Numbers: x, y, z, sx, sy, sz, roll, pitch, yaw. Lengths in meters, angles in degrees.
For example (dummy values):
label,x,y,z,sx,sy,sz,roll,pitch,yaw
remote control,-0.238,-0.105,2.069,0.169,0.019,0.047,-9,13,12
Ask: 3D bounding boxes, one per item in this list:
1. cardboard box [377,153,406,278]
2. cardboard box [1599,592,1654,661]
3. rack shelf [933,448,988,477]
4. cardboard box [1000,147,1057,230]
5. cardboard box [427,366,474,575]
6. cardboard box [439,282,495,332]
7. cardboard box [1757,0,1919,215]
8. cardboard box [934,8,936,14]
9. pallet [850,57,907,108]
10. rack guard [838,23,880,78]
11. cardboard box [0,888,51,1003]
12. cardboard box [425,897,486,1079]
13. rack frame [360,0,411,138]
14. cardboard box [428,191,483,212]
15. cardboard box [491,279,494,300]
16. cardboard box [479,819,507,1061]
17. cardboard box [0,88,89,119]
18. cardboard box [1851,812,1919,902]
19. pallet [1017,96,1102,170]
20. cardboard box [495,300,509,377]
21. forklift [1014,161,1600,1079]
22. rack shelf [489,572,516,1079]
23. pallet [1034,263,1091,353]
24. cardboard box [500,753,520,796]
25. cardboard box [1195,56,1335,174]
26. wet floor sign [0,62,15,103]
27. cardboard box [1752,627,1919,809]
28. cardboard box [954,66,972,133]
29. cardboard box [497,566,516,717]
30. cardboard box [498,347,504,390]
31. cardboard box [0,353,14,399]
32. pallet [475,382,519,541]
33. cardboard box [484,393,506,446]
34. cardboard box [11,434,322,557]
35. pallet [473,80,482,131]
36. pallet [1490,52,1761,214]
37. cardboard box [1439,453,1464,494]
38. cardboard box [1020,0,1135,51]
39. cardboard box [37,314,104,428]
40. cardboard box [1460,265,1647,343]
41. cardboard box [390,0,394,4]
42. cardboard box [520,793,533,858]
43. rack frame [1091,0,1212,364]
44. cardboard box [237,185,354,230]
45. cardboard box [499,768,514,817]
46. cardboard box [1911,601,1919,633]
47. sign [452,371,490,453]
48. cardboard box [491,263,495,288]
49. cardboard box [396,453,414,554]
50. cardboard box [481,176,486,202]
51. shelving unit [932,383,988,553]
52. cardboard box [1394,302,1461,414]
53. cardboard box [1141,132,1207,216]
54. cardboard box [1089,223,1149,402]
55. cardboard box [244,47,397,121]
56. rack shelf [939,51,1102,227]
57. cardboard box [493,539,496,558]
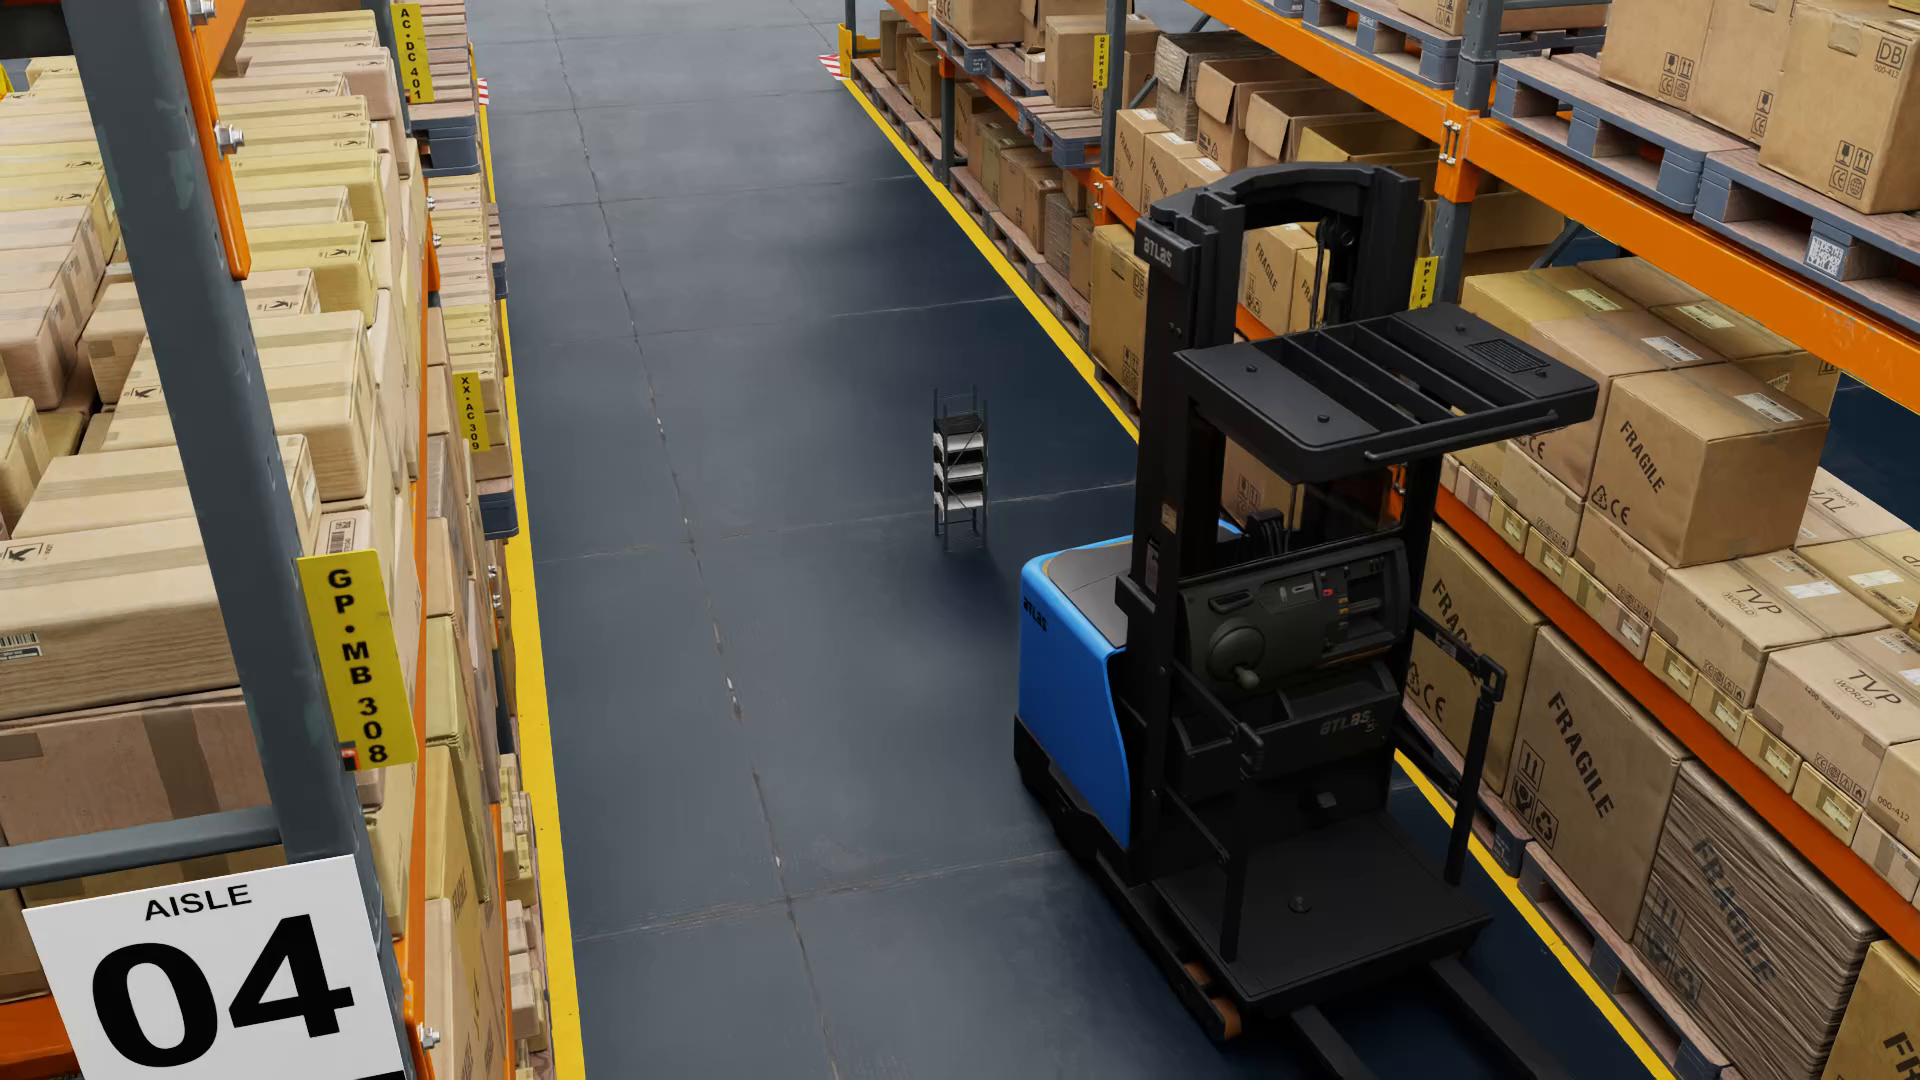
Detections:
label,x,y,z,sx,sy,sz,roll,pitch,yaw
cardboard box,-1.713,-0.781,4.262,0.500,0.250,0.500,-7,31,-11
cardboard box,2.560,0.286,6.012,0.380,0.149,0.250,-7,31,-13
rack shelf,0.002,-0.435,8.989,0.258,0.077,0.200,-8,31,-13
cardboard box,0.734,-2.805,13.159,0.700,0.500,0.500,-11,32,-18
cardboard box,-1.823,-0.190,5.188,0.500,0.500,0.500,-9,31,-15
cardboard box,-2.221,-0.986,7.196,0.380,0.149,0.250,-8,31,-14
cardboard box,2.864,-1.300,4.889,0.700,0.500,0.500,-7,31,-11
cardboard box,-0.006,-4.455,14.204,0.380,0.149,0.250,-8,31,-13
pallet,-0.525,-4.791,17.316,1.003,0.211,1.213,-8,31,-13
rack guard,-0.707,-5.313,17.930,1.175,0.500,0.348,-8,31,-13
cardboard box,-1.665,0.489,2.566,0.500,0.250,0.500,-9,31,-14
cardboard box,-1.152,1.050,3.046,0.500,0.500,0.500,-8,31,-14
rack frame,-2.351,-2.621,4.796,1.000,3.000,0.127,-8,31,-13
cardboard box,-2.574,-1.618,8.288,0.380,0.149,0.250,-8,31,-13
cardboard box,-2.429,-1.233,7.921,0.380,0.149,0.250,-8,31,-14
cardboard box,-1.426,0.988,4.152,0.500,0.500,0.500,-7,31,-13
cardboard box,-2.321,-1.093,4.403,0.380,0.149,0.250,-9,31,-15
cardboard box,2.906,0.909,4.936,0.380,0.149,0.250,-7,31,-12
pallet,1.105,-2.814,11.310,1.213,0.211,1.003,-8,31,-13
cardboard box,-3.487,-1.471,10.623,1.050,0.750,0.750,-8,31,-14
forklift,1.299,0.317,5.776,1.130,2.935,3.031,-13,32,-21
rack shelf,-1.820,1.252,4.810,1.077,0.370,4.000,-8,31,-13
pallet,1.190,-1.738,12.042,1.003,0.211,1.213,-8,31,-13
cardboard box,-1.961,1.008,6.643,0.380,0.149,0.250,-7,31,-12
cardboard box,1.745,-2.374,9.257,0.797,0.503,0.637,-7,31,-12
wet floor sign,-9.300,-4.329,16.084,0.267,0.644,0.232,2,30,4
cardboard box,2.866,0.543,5.170,0.500,0.250,0.500,-9,31,-15
cardboard box,0.108,-4.073,15.369,0.500,0.500,0.500,2,30,3
cardboard box,-2.291,0.483,7.497,0.500,0.500,0.500,-7,31,-11
cardboard box,-2.219,-0.725,7.340,0.380,0.149,0.250,-8,31,-13
cardboard box,-1.875,-0.206,2.870,0.380,0.149,0.250,-7,31,-12
pallet,-2.413,-0.330,7.018,1.003,0.211,1.213,-8,31,-13
cardboard box,-2.012,-0.478,6.616,0.380,0.149,0.250,-7,31,-12
cardboard box,-1.206,-0.027,2.561,0.380,0.149,0.250,-7,31,-11
pallet,-5.248,-4.238,16.361,1.003,0.211,1.213,-8,31,-13
pallet,2.665,-1.499,5.939,1.003,0.211,1.213,-8,31,-13
cardboard box,2.216,-0.340,7.093,0.380,0.149,0.250,-8,31,-13
cardboard box,0.884,-3.901,12.473,0.797,0.503,0.637,-5,30,-8
cardboard box,-1.927,-0.226,3.302,0.500,0.250,0.500,-7,31,-13
cardboard box,2.339,-0.759,6.670,0.500,0.500,0.500,-8,31,-13
cardboard box,-2.382,-1.919,6.247,0.500,0.311,0.500,-8,31,-14
cardboard box,-1.918,1.171,6.659,0.380,0.149,0.250,-7,31,-13
rack frame,1.396,-2.567,10.691,1.000,3.000,0.127,-8,31,-13
cardboard box,-1.539,-0.656,3.647,0.380,0.149,0.250,-7,31,-12
cardboard box,-1.899,1.025,6.317,0.380,0.149,0.250,-7,31,-13
cardboard box,3.377,0.149,5.102,0.500,0.500,0.500,-9,31,-15
sign,-1.830,-0.475,6.213,0.100,0.325,0.005,-8,31,-13
cardboard box,-2.570,-1.358,8.433,0.380,0.149,0.250,-9,31,-15
cardboard box,-1.447,-0.079,3.548,0.500,0.250,0.500,-9,31,-15
cardboard box,-2.770,-1.852,8.990,0.380,0.149,0.250,-7,31,-11
shelving unit,0.002,-0.386,9.018,0.258,0.900,0.210,-8,31,-13
cardboard box,2.071,-0.868,7.656,0.500,0.500,0.500,-8,31,-13
cardboard box,1.402,-2.091,9.768,0.500,0.500,0.500,-9,31,-15
cardboard box,1.560,-1.494,10.538,1.225,0.875,0.875,-9,31,-16
cardboard box,-1.819,-1.294,4.749,0.380,0.149,0.250,-8,31,-13
rack shelf,0.866,-3.222,12.540,1.077,0.370,4.000,-8,31,-13
cardboard box,-2.436,-0.098,7.753,0.500,0.250,0.500,-7,31,-12
